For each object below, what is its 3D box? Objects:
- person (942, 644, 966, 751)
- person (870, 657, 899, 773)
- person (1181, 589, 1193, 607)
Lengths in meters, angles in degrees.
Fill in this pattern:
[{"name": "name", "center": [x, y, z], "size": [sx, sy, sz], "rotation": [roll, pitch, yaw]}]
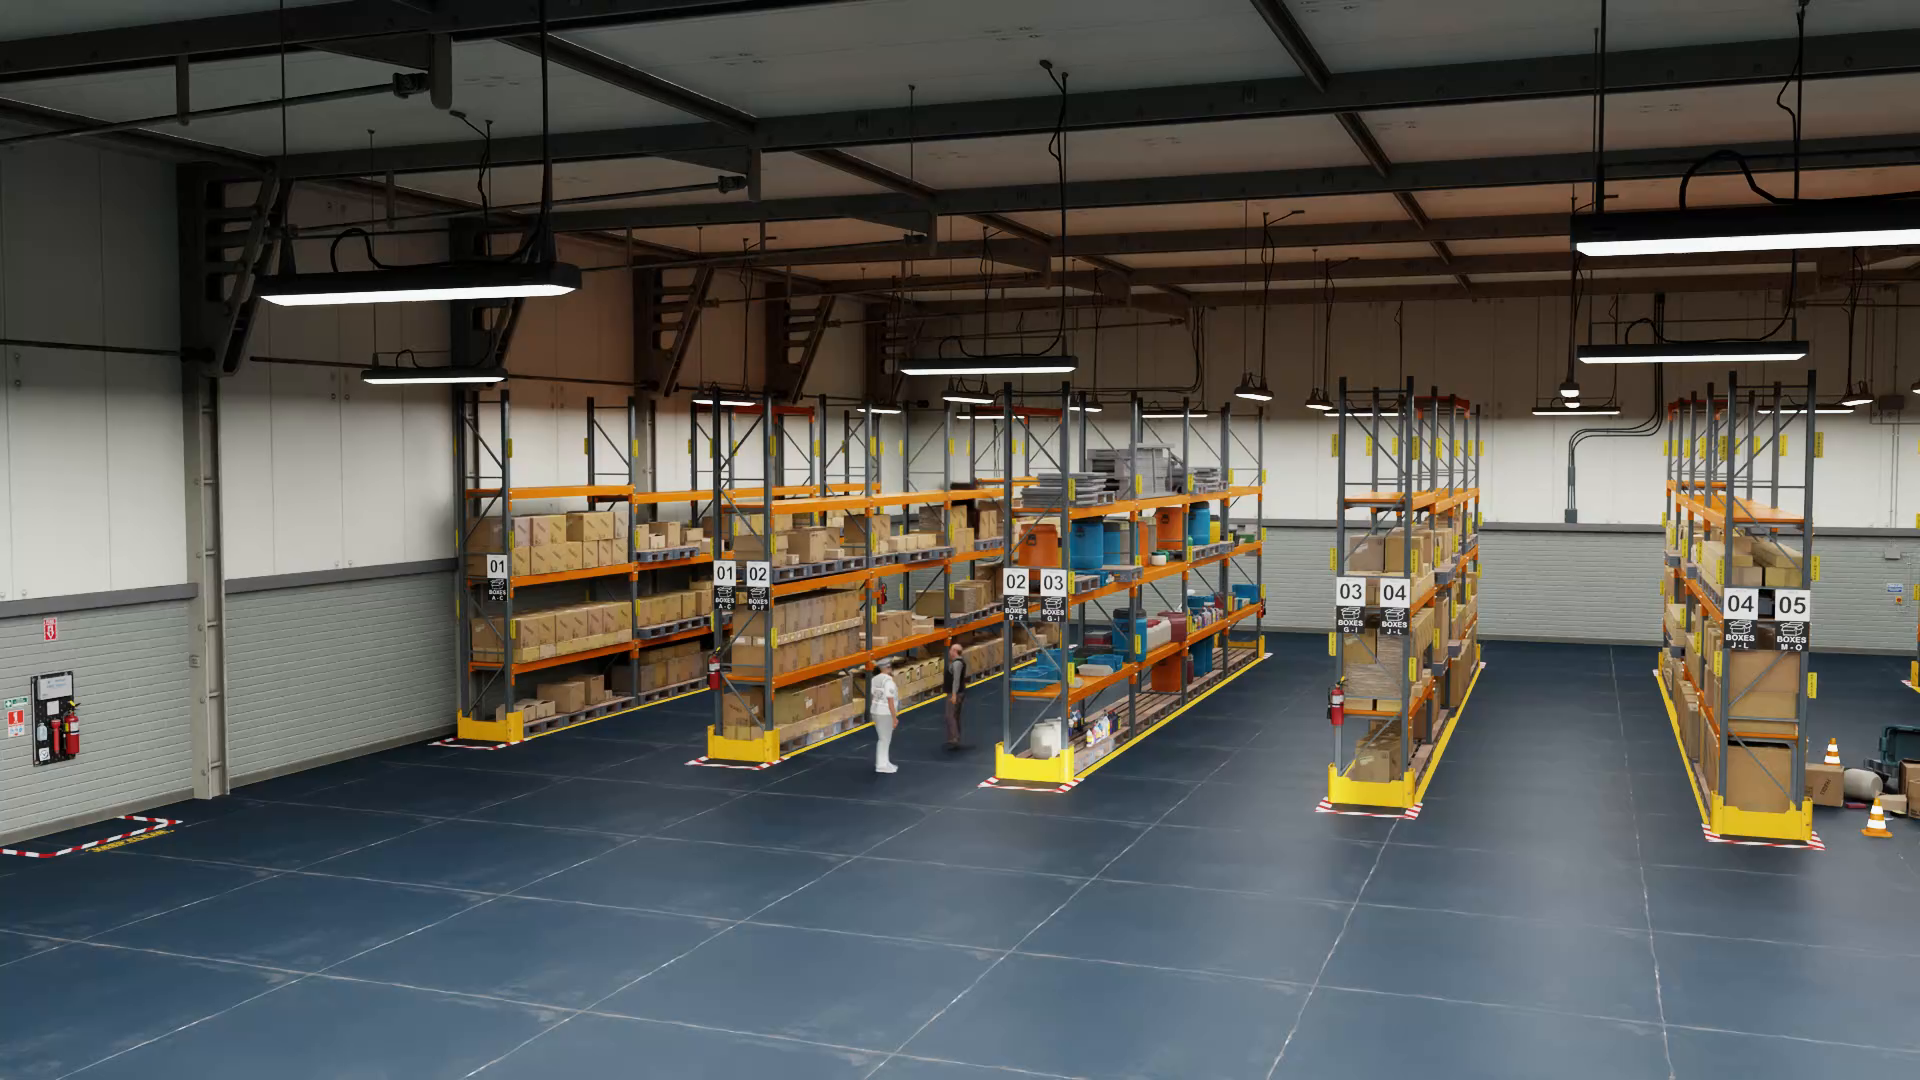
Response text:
[{"name": "person", "center": [-0.105, 2.619, 27.801], "size": [0.392, 1.759, 0.610], "rotation": [1, 3, 10]}, {"name": "person", "center": [-1.116, 2.715, 25.772], "size": [0.511, 1.791, 0.619], "rotation": [-1, 3, -24]}, {"name": "person", "center": [5.154, 2.015, 38.271], "size": [0.537, 1.766, 0.599], "rotation": [1, 3, 18]}]
